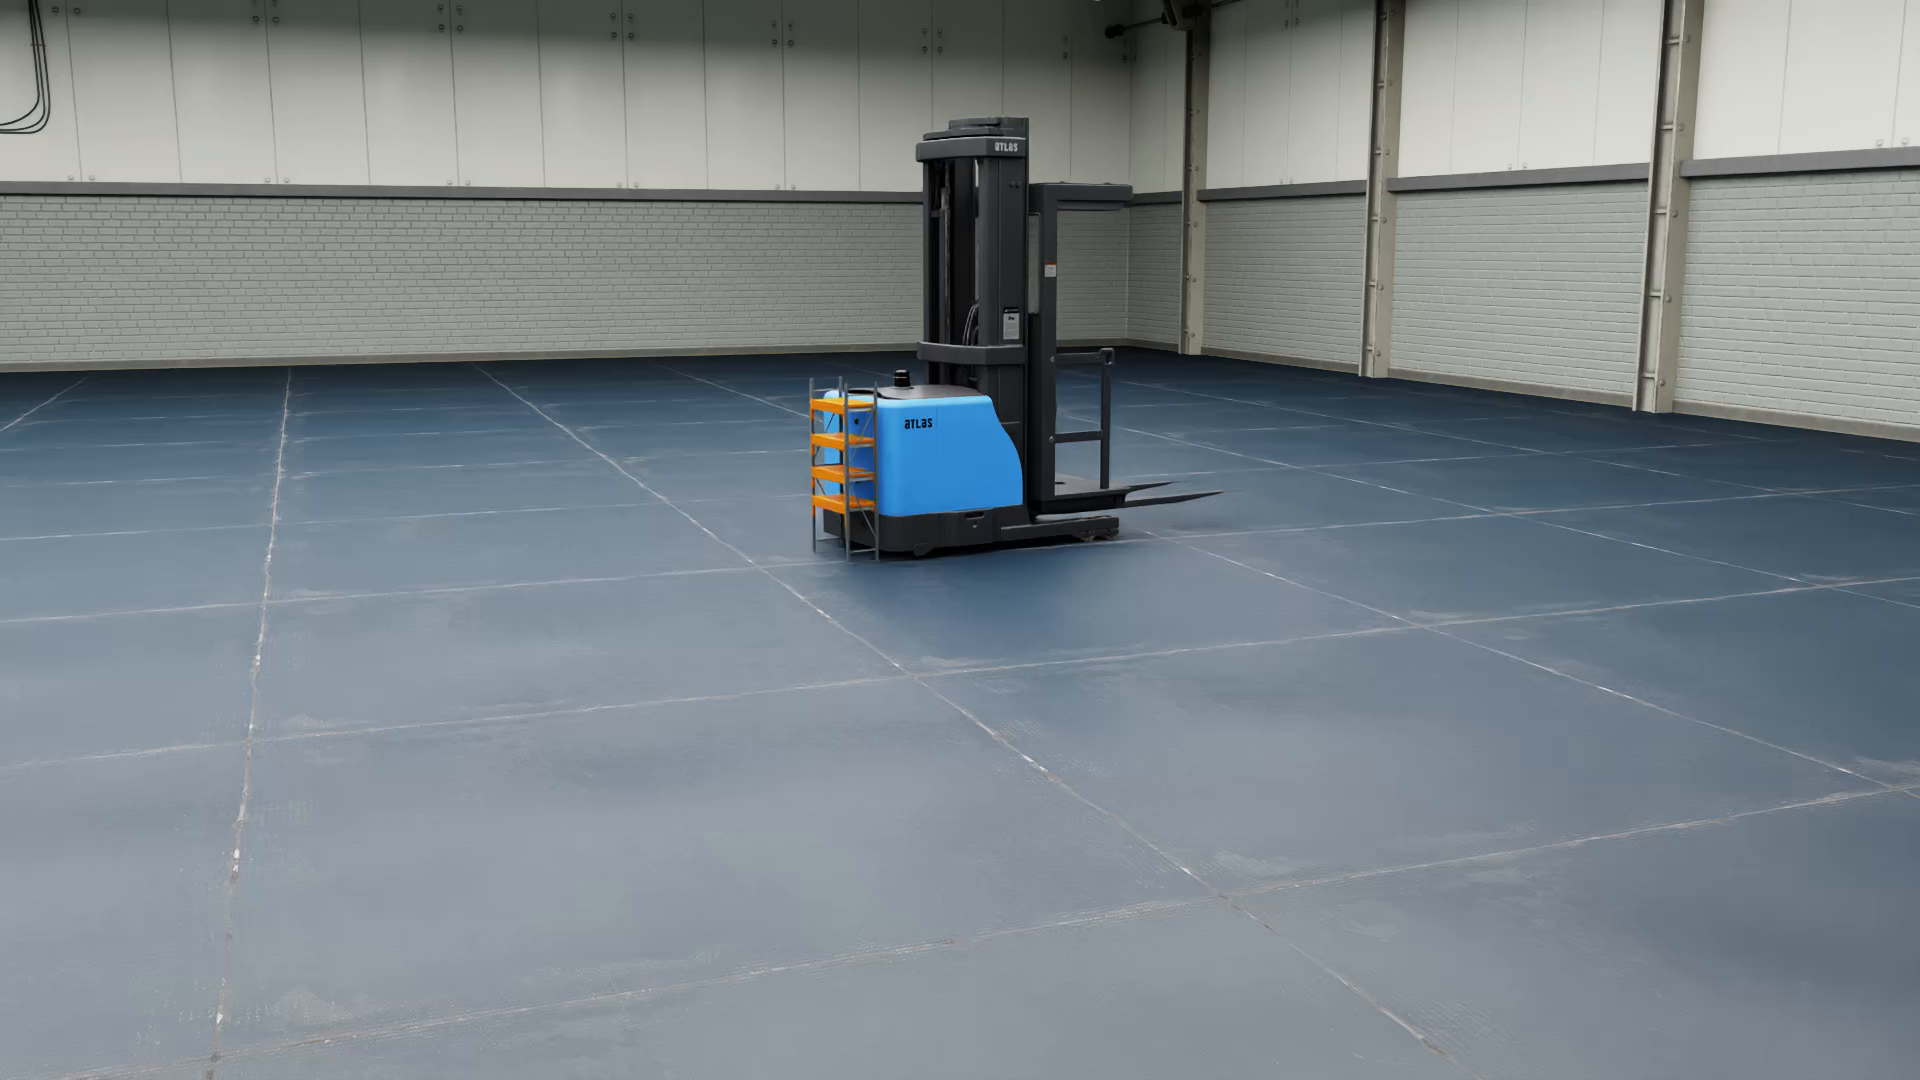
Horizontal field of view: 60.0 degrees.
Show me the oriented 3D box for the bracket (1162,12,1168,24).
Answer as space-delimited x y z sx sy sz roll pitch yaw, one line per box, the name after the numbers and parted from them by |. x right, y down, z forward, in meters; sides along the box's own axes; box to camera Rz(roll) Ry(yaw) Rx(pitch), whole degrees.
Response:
3.968 -9.842 31.275 0.235 0.232 0.430 -4 11 -21 | bracket

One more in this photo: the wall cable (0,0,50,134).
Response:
-15.891 -8.864 26.348 2.305 6.003 0.169 -4 11 -21 | wall cable

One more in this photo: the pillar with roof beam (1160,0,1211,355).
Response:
0.437 -7.751 29.801 9.100 9.000 0.548 -4 11 -21 | pillar with roof beam

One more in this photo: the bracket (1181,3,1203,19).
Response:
4.269 -9.706 30.514 0.235 0.232 0.430 -4 11 -21 | bracket

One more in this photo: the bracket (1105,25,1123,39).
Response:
3.109 -10.229 33.450 0.235 0.232 0.430 -4 11 -21 | bracket

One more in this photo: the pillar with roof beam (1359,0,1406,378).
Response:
2.611 -6.772 24.295 9.100 9.000 0.400 -4 11 -21 | pillar with roof beam

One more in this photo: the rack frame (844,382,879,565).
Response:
-0.648 -0.438 10.956 0.240 1.200 0.015 -6 12 -32 | rack frame

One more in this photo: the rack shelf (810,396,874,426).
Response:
-0.778 -0.861 11.090 0.258 0.148 0.480 -6 12 -32 | rack shelf

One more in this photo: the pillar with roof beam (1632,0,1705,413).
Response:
4.786 -5.792 18.789 9.100 9.000 0.400 -4 11 -21 | pillar with roof beam

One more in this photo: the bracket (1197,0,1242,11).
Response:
5.203 -9.286 28.150 0.076 0.066 4.783 -4 11 -21 | bracket

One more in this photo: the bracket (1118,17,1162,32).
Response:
3.323 -10.132 32.908 0.076 0.066 3.189 -4 11 -21 | bracket

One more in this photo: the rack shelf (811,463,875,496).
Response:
-0.778 -0.408 11.171 0.258 0.148 0.480 -6 12 -32 | rack shelf

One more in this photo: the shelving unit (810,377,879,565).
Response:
-0.778 -0.474 11.159 0.258 1.200 0.503 -6 12 -32 | shelving unit

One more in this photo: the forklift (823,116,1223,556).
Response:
0.551 -1.503 11.998 3.031 2.935 1.130 -6 12 -31 | forklift

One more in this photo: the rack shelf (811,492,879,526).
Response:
-0.778 -0.212 11.206 0.258 0.148 0.480 -6 12 -32 | rack shelf

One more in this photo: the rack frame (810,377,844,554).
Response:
-0.908 -0.510 11.363 0.240 1.200 0.015 -6 12 -32 | rack frame

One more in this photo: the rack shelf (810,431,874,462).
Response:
-0.778 -0.628 11.132 0.258 0.148 0.480 -6 12 -32 | rack shelf
